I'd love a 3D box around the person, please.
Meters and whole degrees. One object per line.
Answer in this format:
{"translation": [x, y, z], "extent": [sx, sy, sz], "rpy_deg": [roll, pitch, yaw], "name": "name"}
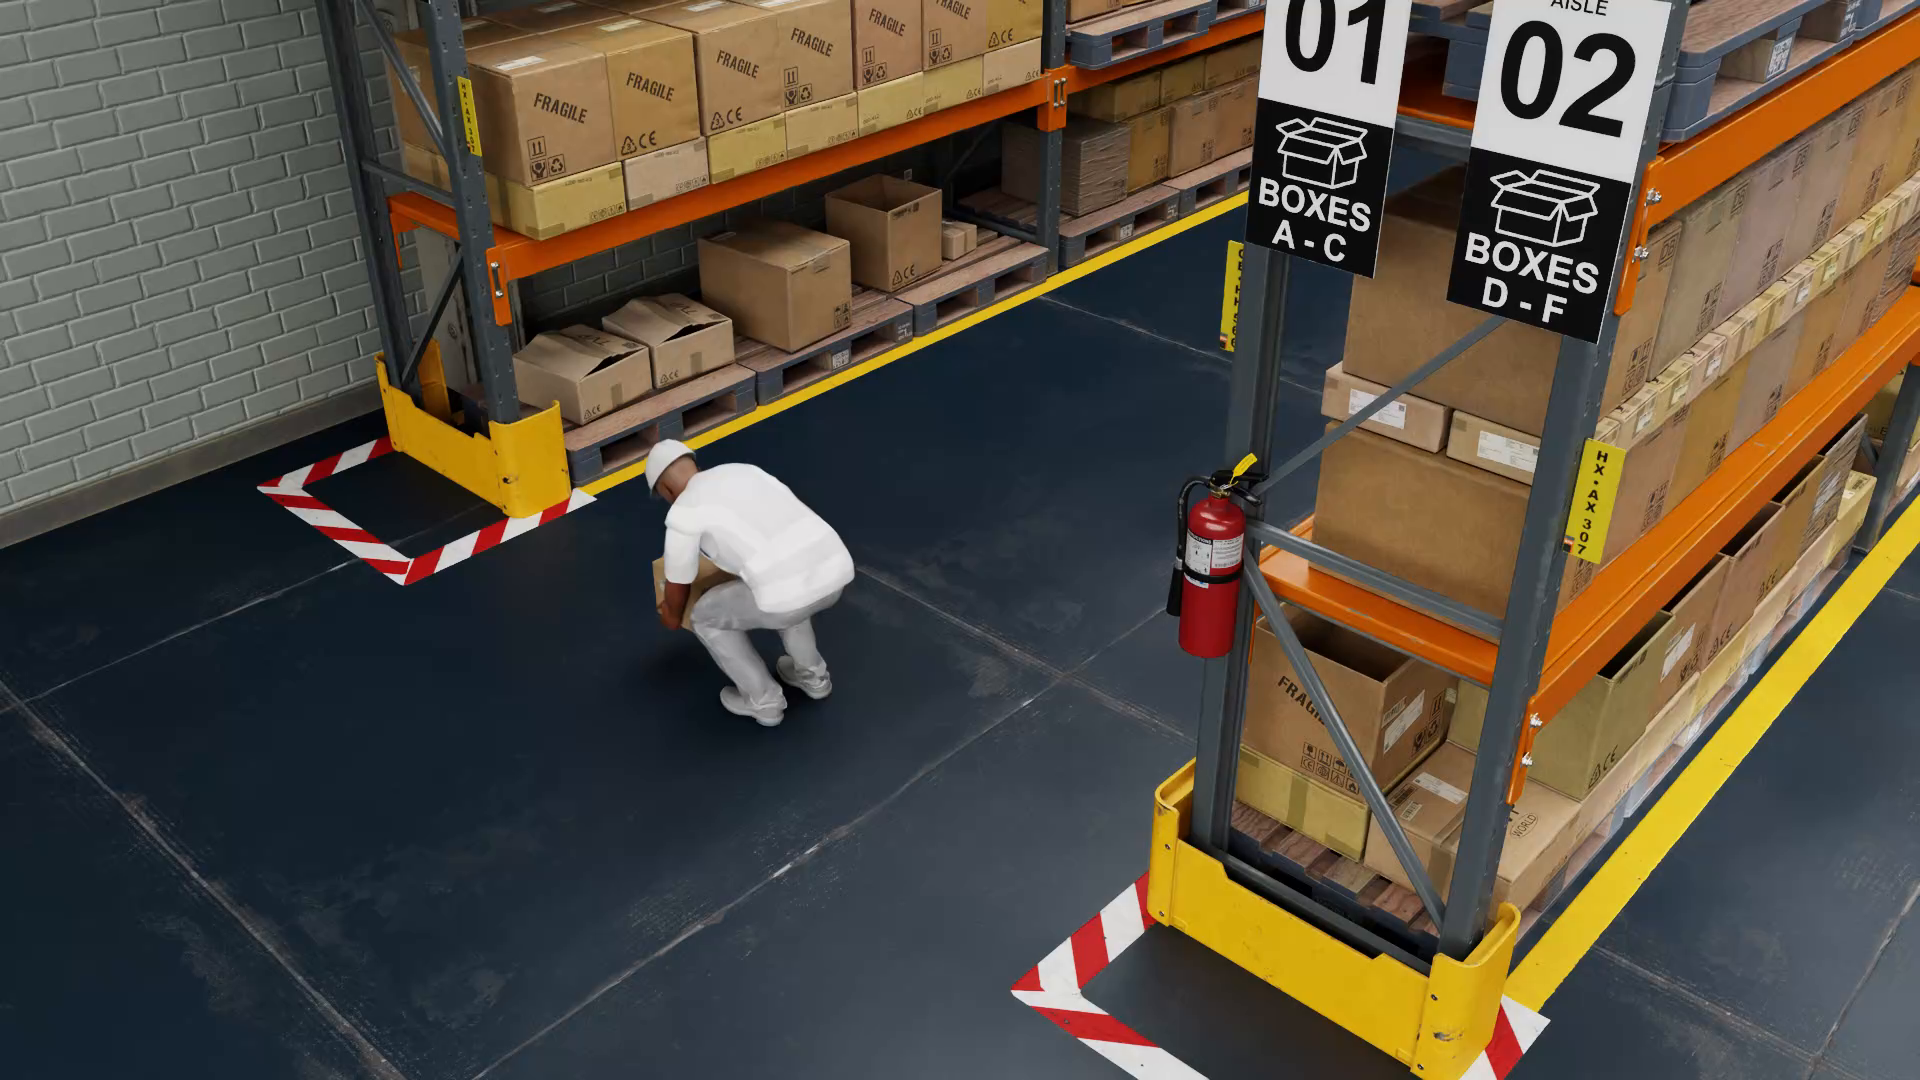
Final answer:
{"translation": [-0.860, 0.163, 6.577], "extent": [0.940, 1.009, 0.527], "rpy_deg": [24, 38, 34], "name": "person"}
